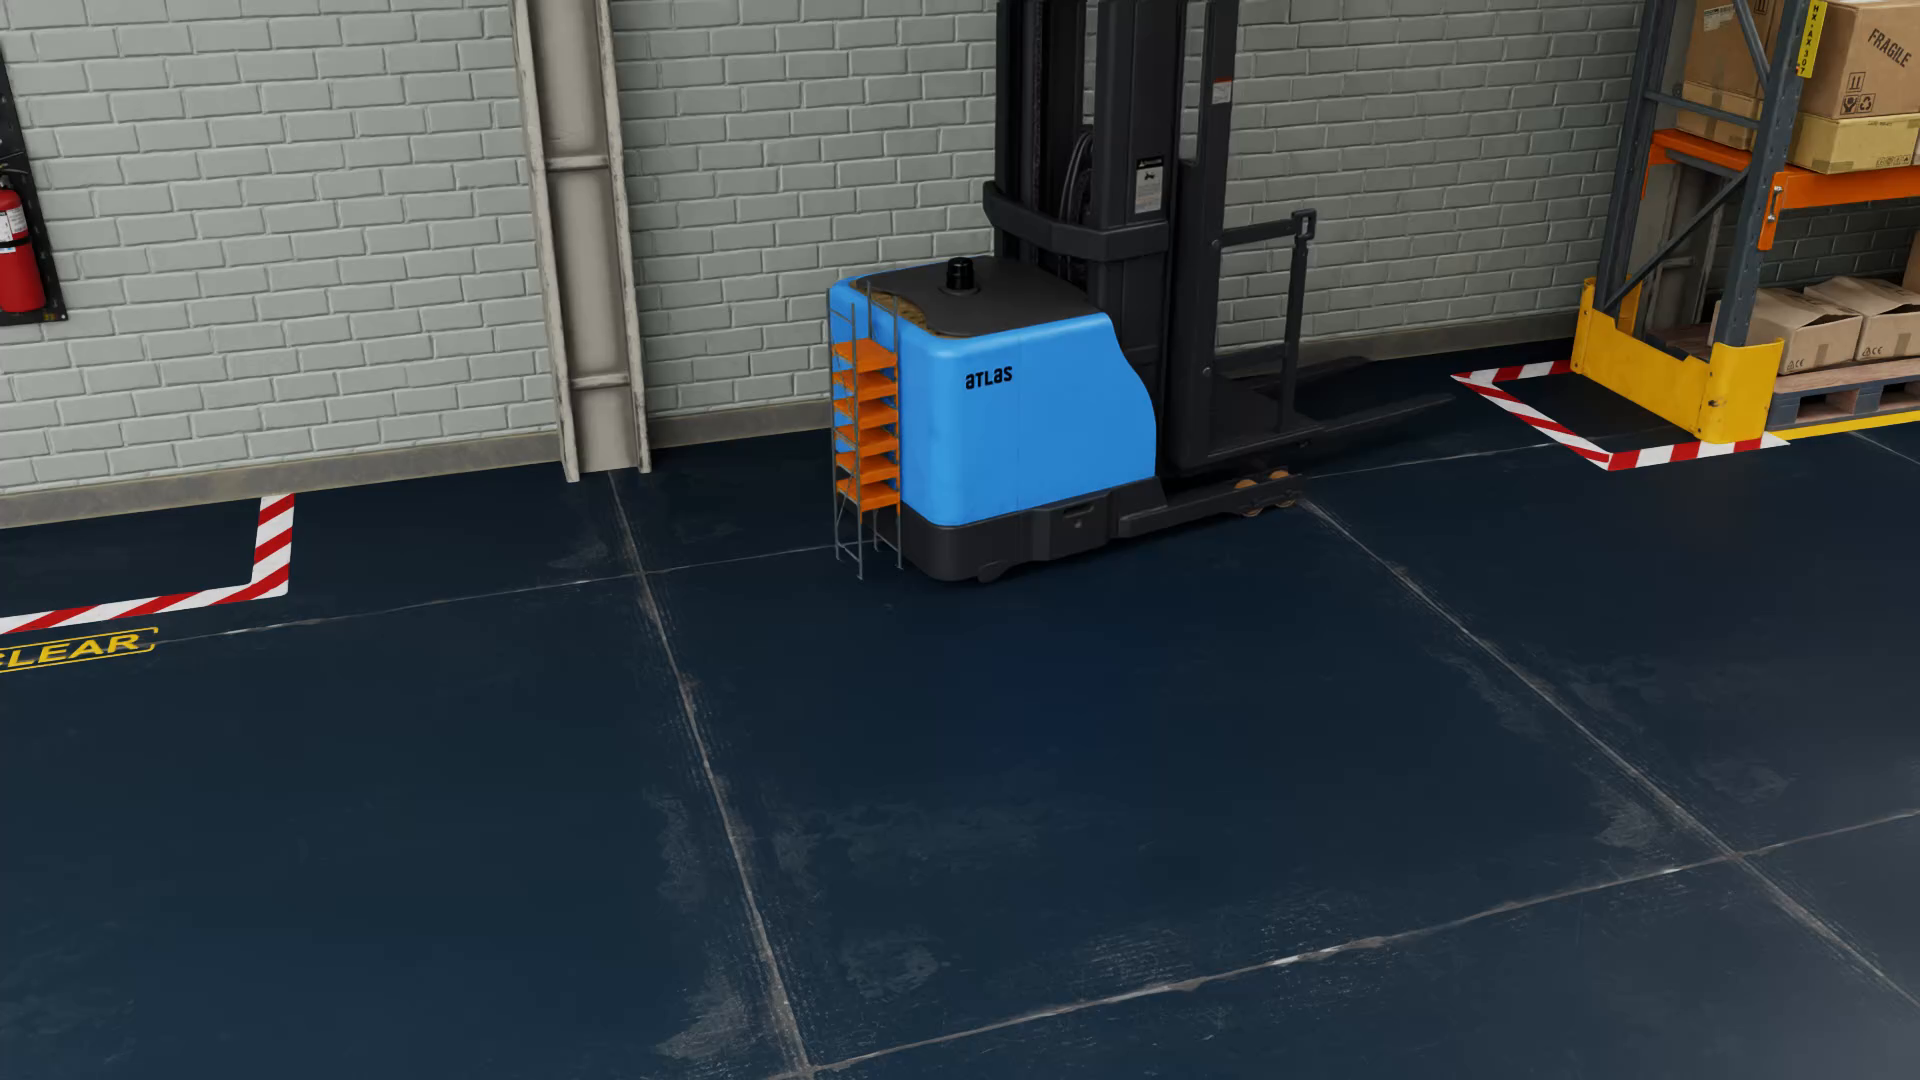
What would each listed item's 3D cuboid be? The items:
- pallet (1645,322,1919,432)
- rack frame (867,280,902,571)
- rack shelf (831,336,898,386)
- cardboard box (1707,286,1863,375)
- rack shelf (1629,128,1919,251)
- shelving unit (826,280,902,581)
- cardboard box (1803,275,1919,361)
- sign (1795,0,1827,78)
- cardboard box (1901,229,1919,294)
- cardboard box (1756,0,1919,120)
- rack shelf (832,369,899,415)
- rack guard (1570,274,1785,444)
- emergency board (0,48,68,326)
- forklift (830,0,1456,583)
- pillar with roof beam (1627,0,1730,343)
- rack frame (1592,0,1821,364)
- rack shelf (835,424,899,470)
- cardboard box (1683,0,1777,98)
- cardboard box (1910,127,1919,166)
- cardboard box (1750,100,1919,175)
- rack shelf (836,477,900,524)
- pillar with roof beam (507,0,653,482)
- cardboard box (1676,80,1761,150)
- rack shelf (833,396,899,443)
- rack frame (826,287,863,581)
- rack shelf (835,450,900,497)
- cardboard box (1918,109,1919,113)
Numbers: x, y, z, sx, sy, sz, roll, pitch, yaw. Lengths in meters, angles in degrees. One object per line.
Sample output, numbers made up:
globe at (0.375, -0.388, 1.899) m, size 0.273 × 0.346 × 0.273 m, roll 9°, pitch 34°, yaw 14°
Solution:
pallet at (4.466, -0.927, 8.881) m, size 1.213 × 0.211 × 1.003 m, roll -8°, pitch 28°, yaw -16°
rack frame at (-0.308, -0.454, 6.816) m, size 0.006 × 1.200 × 0.240 m, roll -15°, pitch 30°, yaw -27°
rack shelf at (-0.387, -0.716, 6.634) m, size 0.180 × 0.103 × 0.258 m, roll -15°, pitch 30°, yaw -27°
cardboard box at (4.296, -1.119, 8.660) m, size 0.500 × 0.311 × 0.500 m, roll -12°, pitch 29°, yaw -22°
rack shelf at (5.512, -2.022, 8.759) m, size 4.000 × 0.370 × 1.077 m, roll -8°, pitch 28°, yaw -16°
shelving unit at (-0.387, -0.434, 6.774) m, size 0.189 × 1.200 × 0.258 m, roll -15°, pitch 30°, yaw -27°
cardboard box at (4.838, -1.197, 8.818) m, size 0.500 × 0.311 × 0.500 m, roll -6°, pitch 27°, yaw -12°
sign at (3.779, -2.227, 7.390) m, size 0.005 × 0.325 × 0.100 m, roll -8°, pitch 28°, yaw -16°
cardboard box at (5.551, -1.362, 8.937) m, size 0.500 × 0.500 × 0.700 m, roll -10°, pitch 28°, yaw -19°
cardboard box at (4.157, -2.285, 7.783) m, size 0.500 × 0.500 × 0.500 m, roll -8°, pitch 28°, yaw -16°
rack shelf at (-0.387, -0.609, 6.687) m, size 0.180 × 0.103 × 0.258 m, roll -15°, pitch 30°, yaw -27°
rack guard at (3.683, -0.960, 8.621) m, size 0.348 × 0.500 × 1.175 m, roll -8°, pitch 28°, yaw -16°
emergency board at (-4.058, -1.381, 6.658) m, size 0.643 × 1.169 × 0.194 m, roll -8°, pitch 28°, yaw -16°
forklift at (0.965, -1.604, 7.184) m, size 3.031 × 2.935 × 1.130 m, roll -15°, pitch 30°, yaw -27°
pillar with roof beam at (5.341, -3.398, 3.975) m, size 0.400 × 9.000 × 9.100 m, roll -8°, pitch 28°, yaw -16°
rack frame at (3.610, -2.069, 8.044) m, size 0.127 × 3.000 × 1.000 m, roll -8°, pitch 28°, yaw -16°
rack shelf at (-0.387, -0.394, 6.794) m, size 0.180 × 0.103 × 0.258 m, roll -15°, pitch 30°, yaw -27°
cardboard box at (3.993, -2.501, 8.218) m, size 0.500 × 0.500 × 0.500 m, roll -9°, pitch 28°, yaw -17°
cardboard box at (4.662, -2.021, 8.094) m, size 0.500 × 0.250 × 0.500 m, roll -9°, pitch 28°, yaw -18°
cardboard box at (4.173, -1.944, 7.938) m, size 0.500 × 0.250 × 0.500 m, roll -9°, pitch 28°, yaw -18°
rack shelf at (-0.387, -0.179, 6.901) m, size 0.180 × 0.103 × 0.258 m, roll -15°, pitch 30°, yaw -27°
pillar with roof beam at (-0.364, -2.572, 2.310) m, size 0.400 × 9.000 × 9.100 m, roll -8°, pitch 28°, yaw -16°
cardboard box at (3.995, -2.157, 8.368) m, size 0.500 × 0.250 × 0.500 m, roll -8°, pitch 27°, yaw -15°
rack shelf at (-0.387, -0.501, 6.741) m, size 0.180 × 0.103 × 0.258 m, roll -15°, pitch 30°, yaw -27°
rack frame at (-0.466, -0.413, 6.733) m, size 0.006 × 1.200 × 0.240 m, roll -15°, pitch 30°, yaw -27°
rack shelf at (-0.387, -0.286, 6.847) m, size 0.180 × 0.103 × 0.258 m, roll -15°, pitch 30°, yaw -27°
cardboard box at (4.630, -2.349, 7.911) m, size 0.500 × 0.500 × 0.500 m, roll -8°, pitch 28°, yaw -16°
